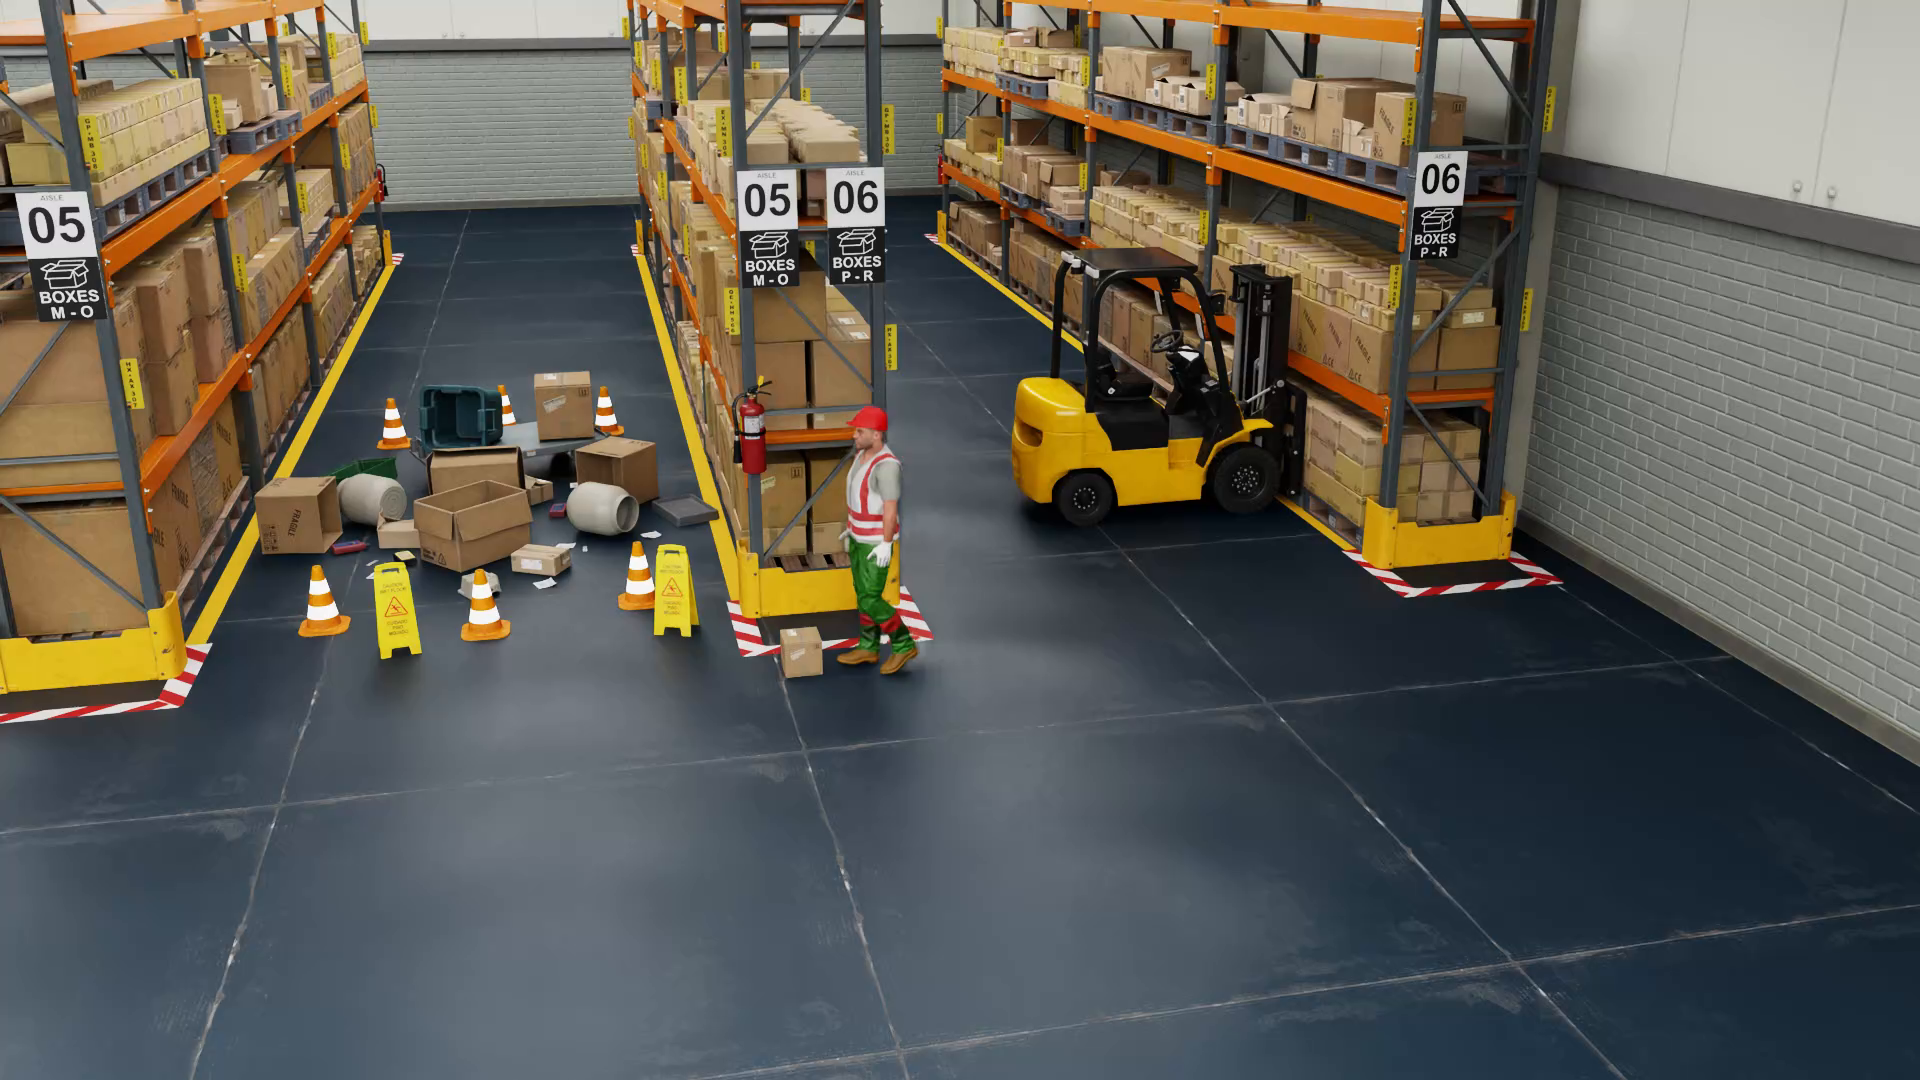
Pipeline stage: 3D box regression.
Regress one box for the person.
[{"bbox_3d":[-0.589,-0.010,11.036,0.499,1.796,0.544,-8,21,-22],"label":"person"}]
